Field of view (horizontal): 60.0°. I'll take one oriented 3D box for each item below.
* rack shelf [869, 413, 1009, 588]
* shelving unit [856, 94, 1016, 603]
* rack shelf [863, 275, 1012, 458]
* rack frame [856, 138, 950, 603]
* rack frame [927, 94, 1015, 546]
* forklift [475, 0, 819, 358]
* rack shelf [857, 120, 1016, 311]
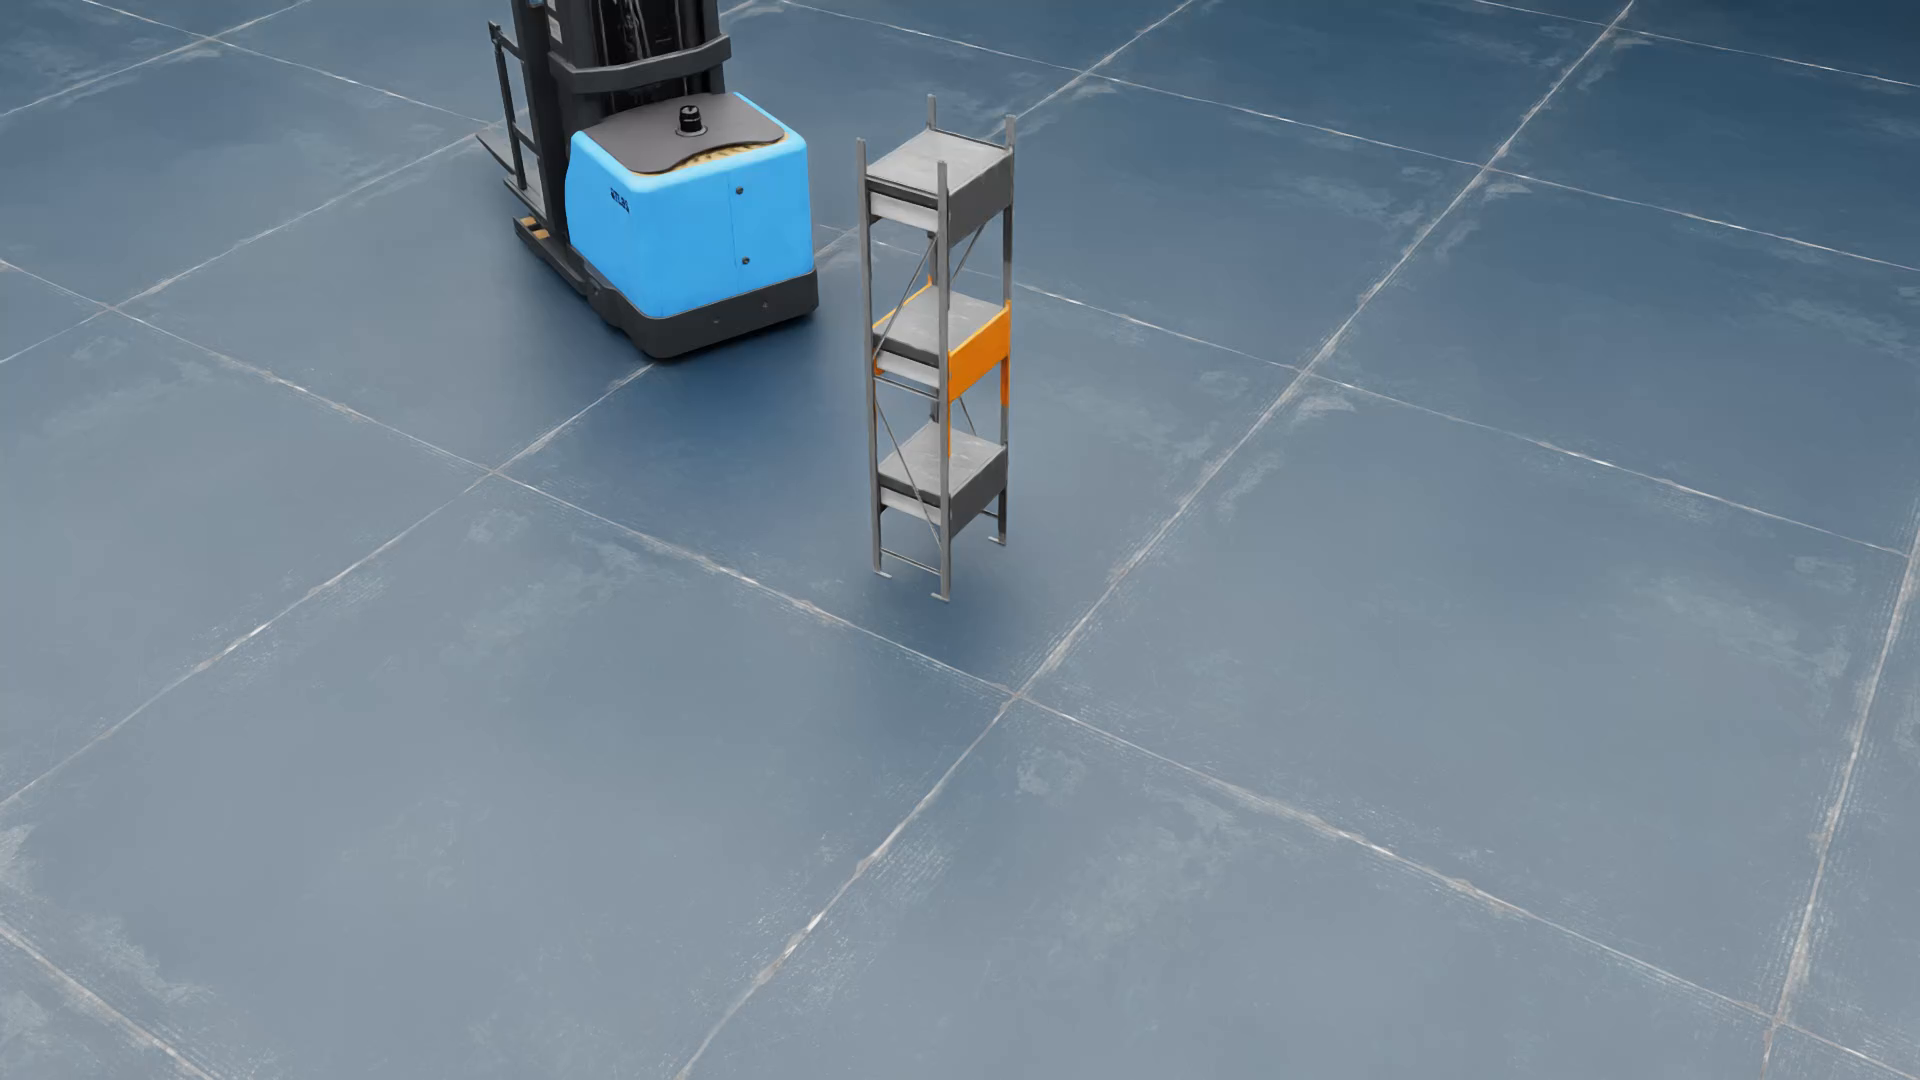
[{"bbox_3d":[-0.089,-0.181,7.434,0.431,0.518,0.480,21,42,25],"label":"rack shelf"},{"bbox_3d":[-0.089,-0.746,6.998,0.431,2.100,0.503,21,42,25],"label":"shelving unit"},{"bbox_3d":[-0.089,-0.735,7.007,0.431,0.518,0.480,21,42,25],"label":"rack shelf"},{"bbox_3d":[-0.219,-0.620,6.835,0.400,2.100,0.015,21,42,25],"label":"rack frame"},{"bbox_3d":[0.042,-0.872,7.161,0.400,2.100,0.015,21,42,25],"label":"rack frame"},{"bbox_3d":[-2.035,-2.997,9.236,1.130,2.935,3.031,-22,43,-26],"label":"forklift"},{"bbox_3d":[-0.089,-1.290,6.579,0.431,0.518,0.480,21,42,25],"label":"rack shelf"}]
